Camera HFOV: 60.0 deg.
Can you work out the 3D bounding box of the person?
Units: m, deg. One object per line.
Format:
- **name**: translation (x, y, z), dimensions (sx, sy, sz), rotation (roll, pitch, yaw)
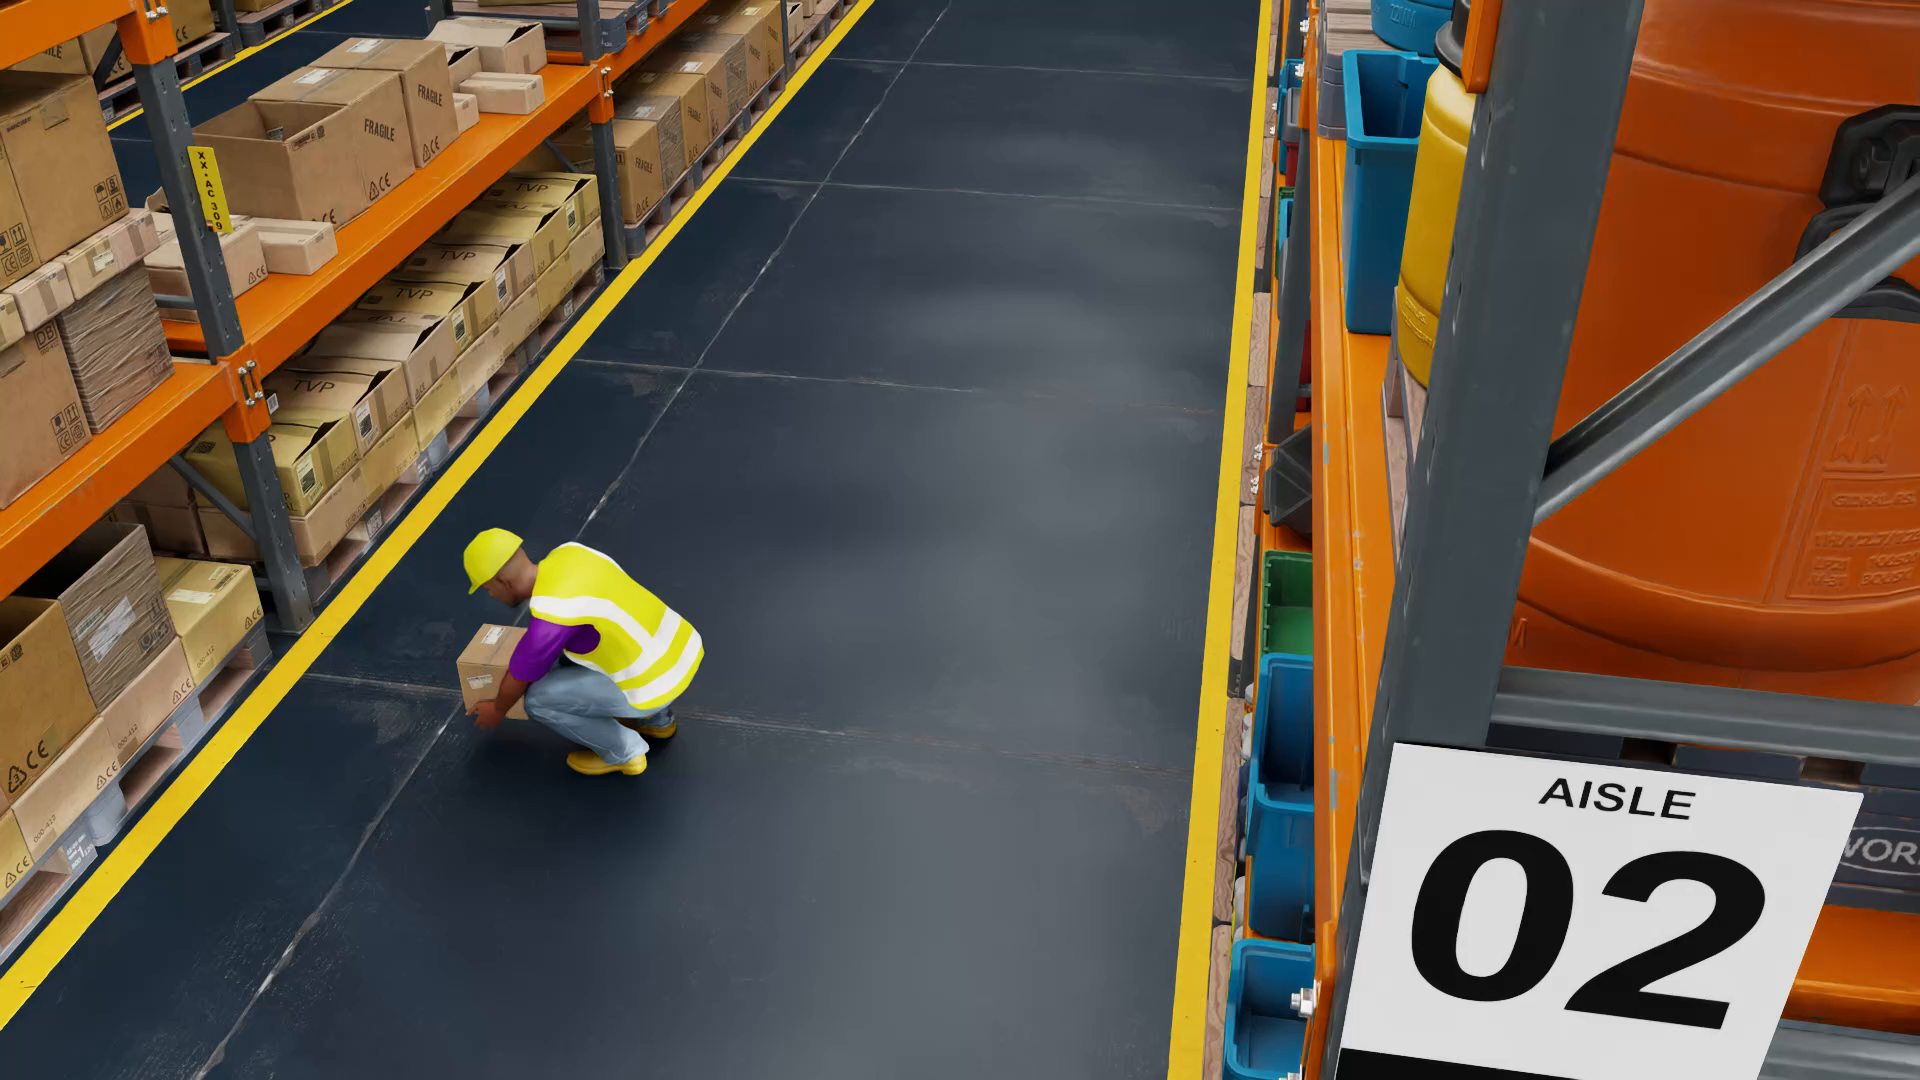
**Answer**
- **person**: translation (-1.419, 0.394, 6.215), dimensions (0.865, 1.002, 0.587), rotation (5, 33, 8)
